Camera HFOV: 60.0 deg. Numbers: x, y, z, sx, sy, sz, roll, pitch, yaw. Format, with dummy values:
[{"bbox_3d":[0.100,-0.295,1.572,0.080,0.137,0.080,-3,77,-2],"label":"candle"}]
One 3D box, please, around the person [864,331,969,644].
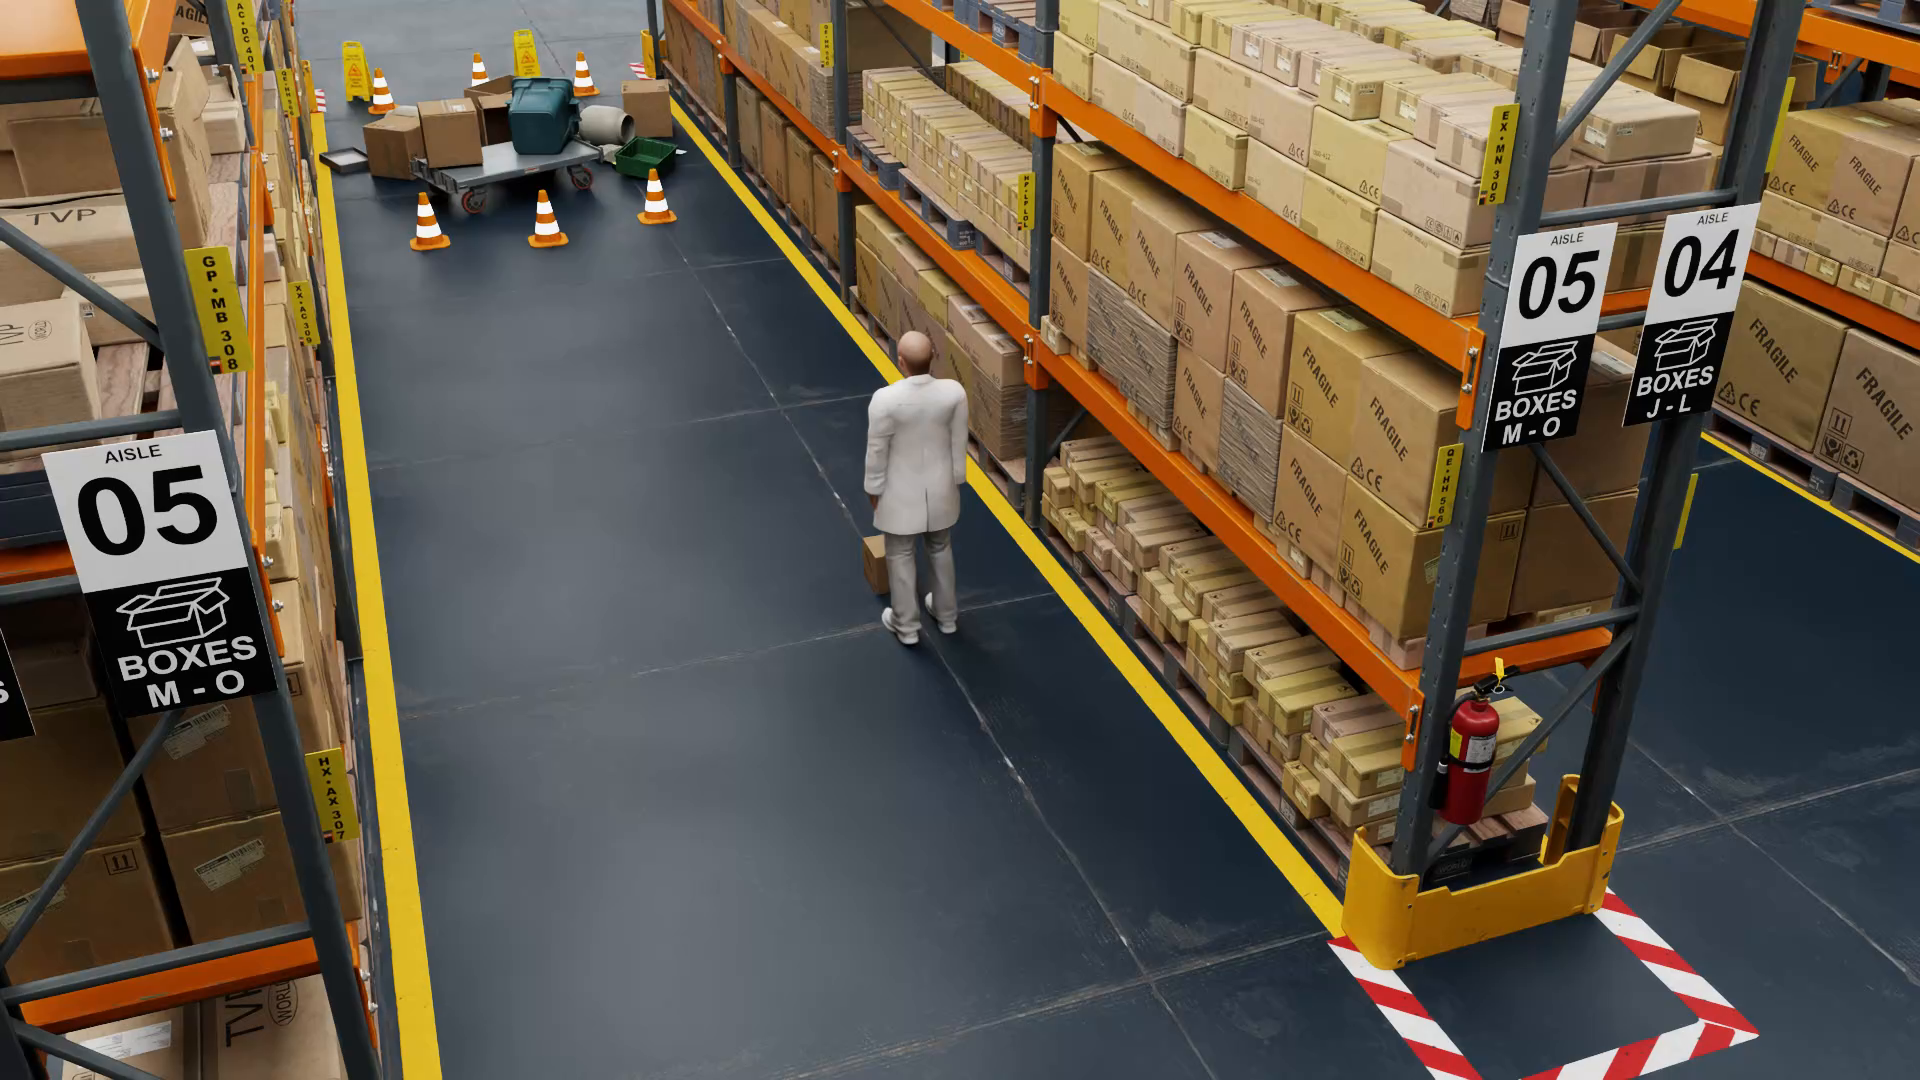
[{"bbox_3d":[-0.243,-0.293,8.893,0.560,1.781,0.418,-10,31,-16],"label":"person"}]
